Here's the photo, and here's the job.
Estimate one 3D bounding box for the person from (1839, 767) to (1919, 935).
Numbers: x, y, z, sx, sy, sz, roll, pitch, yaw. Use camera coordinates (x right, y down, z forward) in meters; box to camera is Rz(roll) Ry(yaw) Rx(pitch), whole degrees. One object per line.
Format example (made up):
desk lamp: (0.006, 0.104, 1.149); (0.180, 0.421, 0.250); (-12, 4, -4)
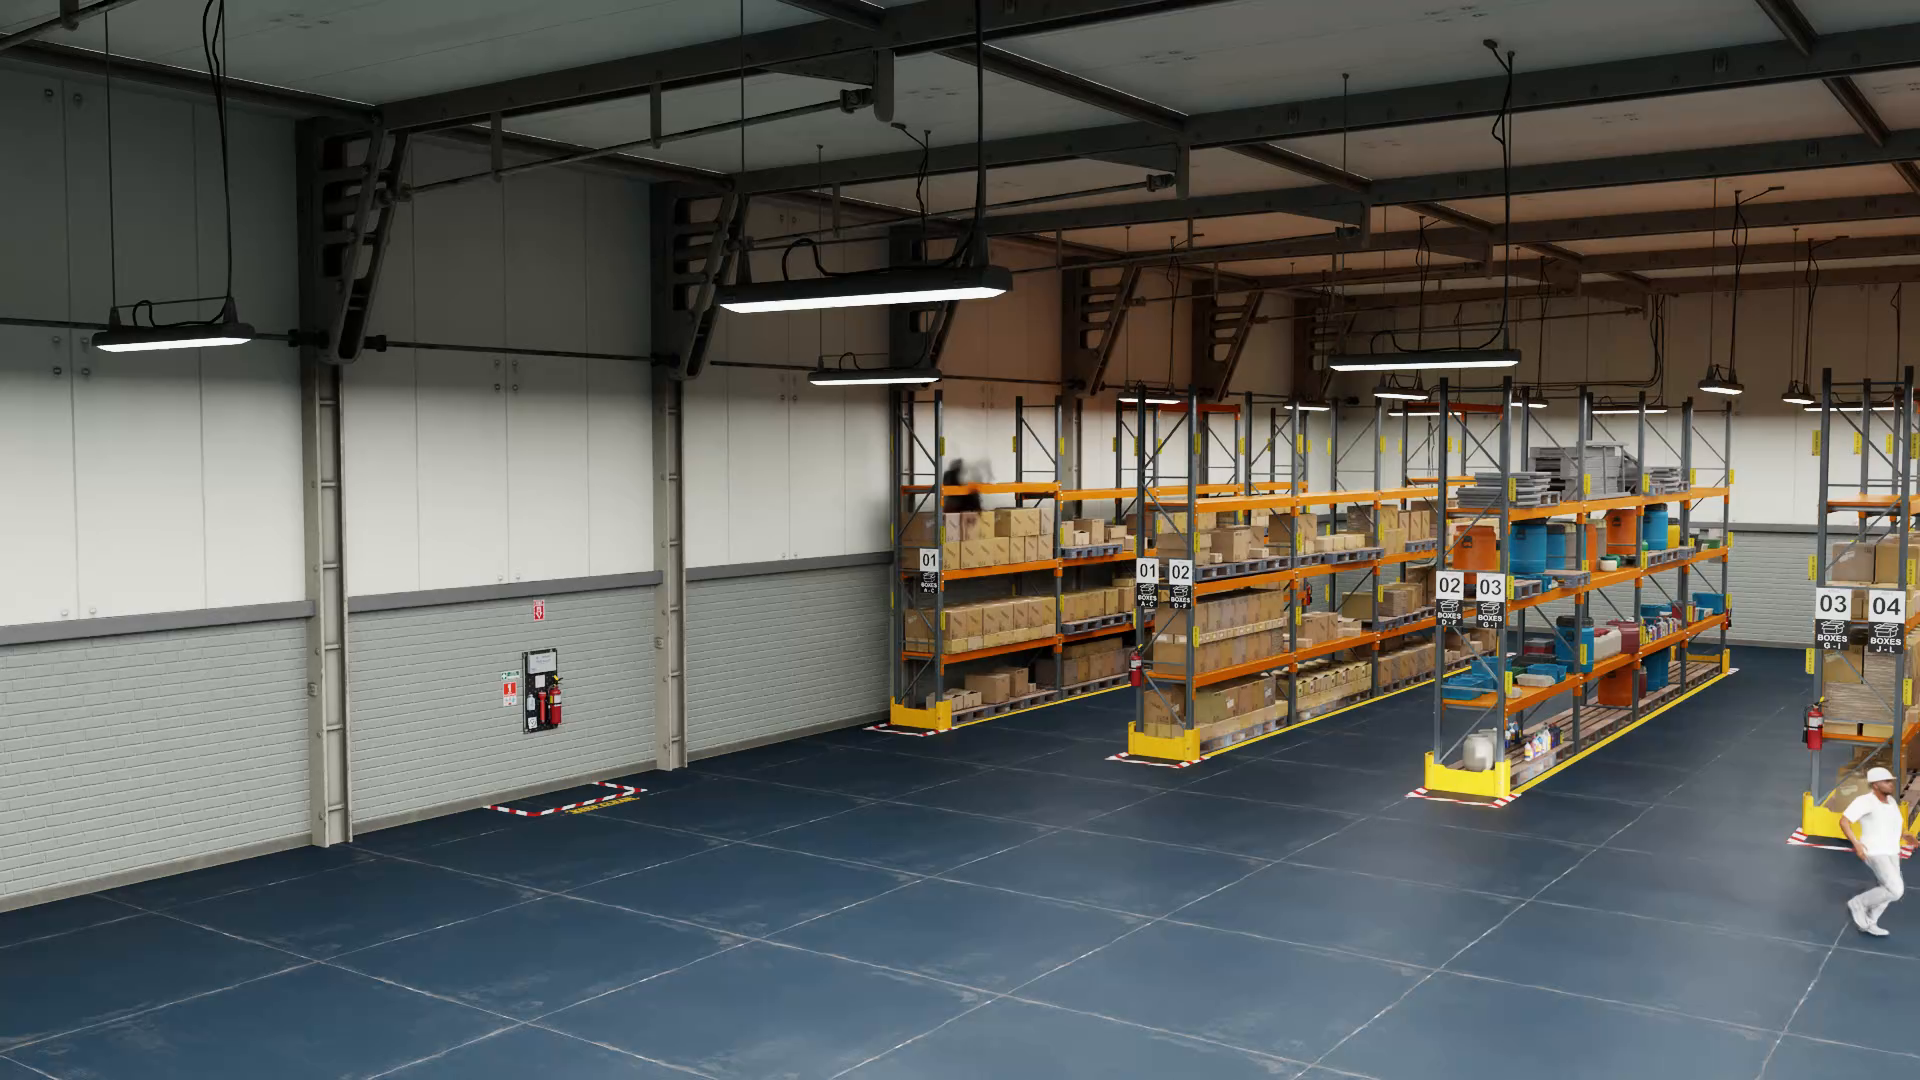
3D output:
person: (9.400, 3.180, 16.912); (0.705, 1.719, 0.580); (-2, 4, -30)
